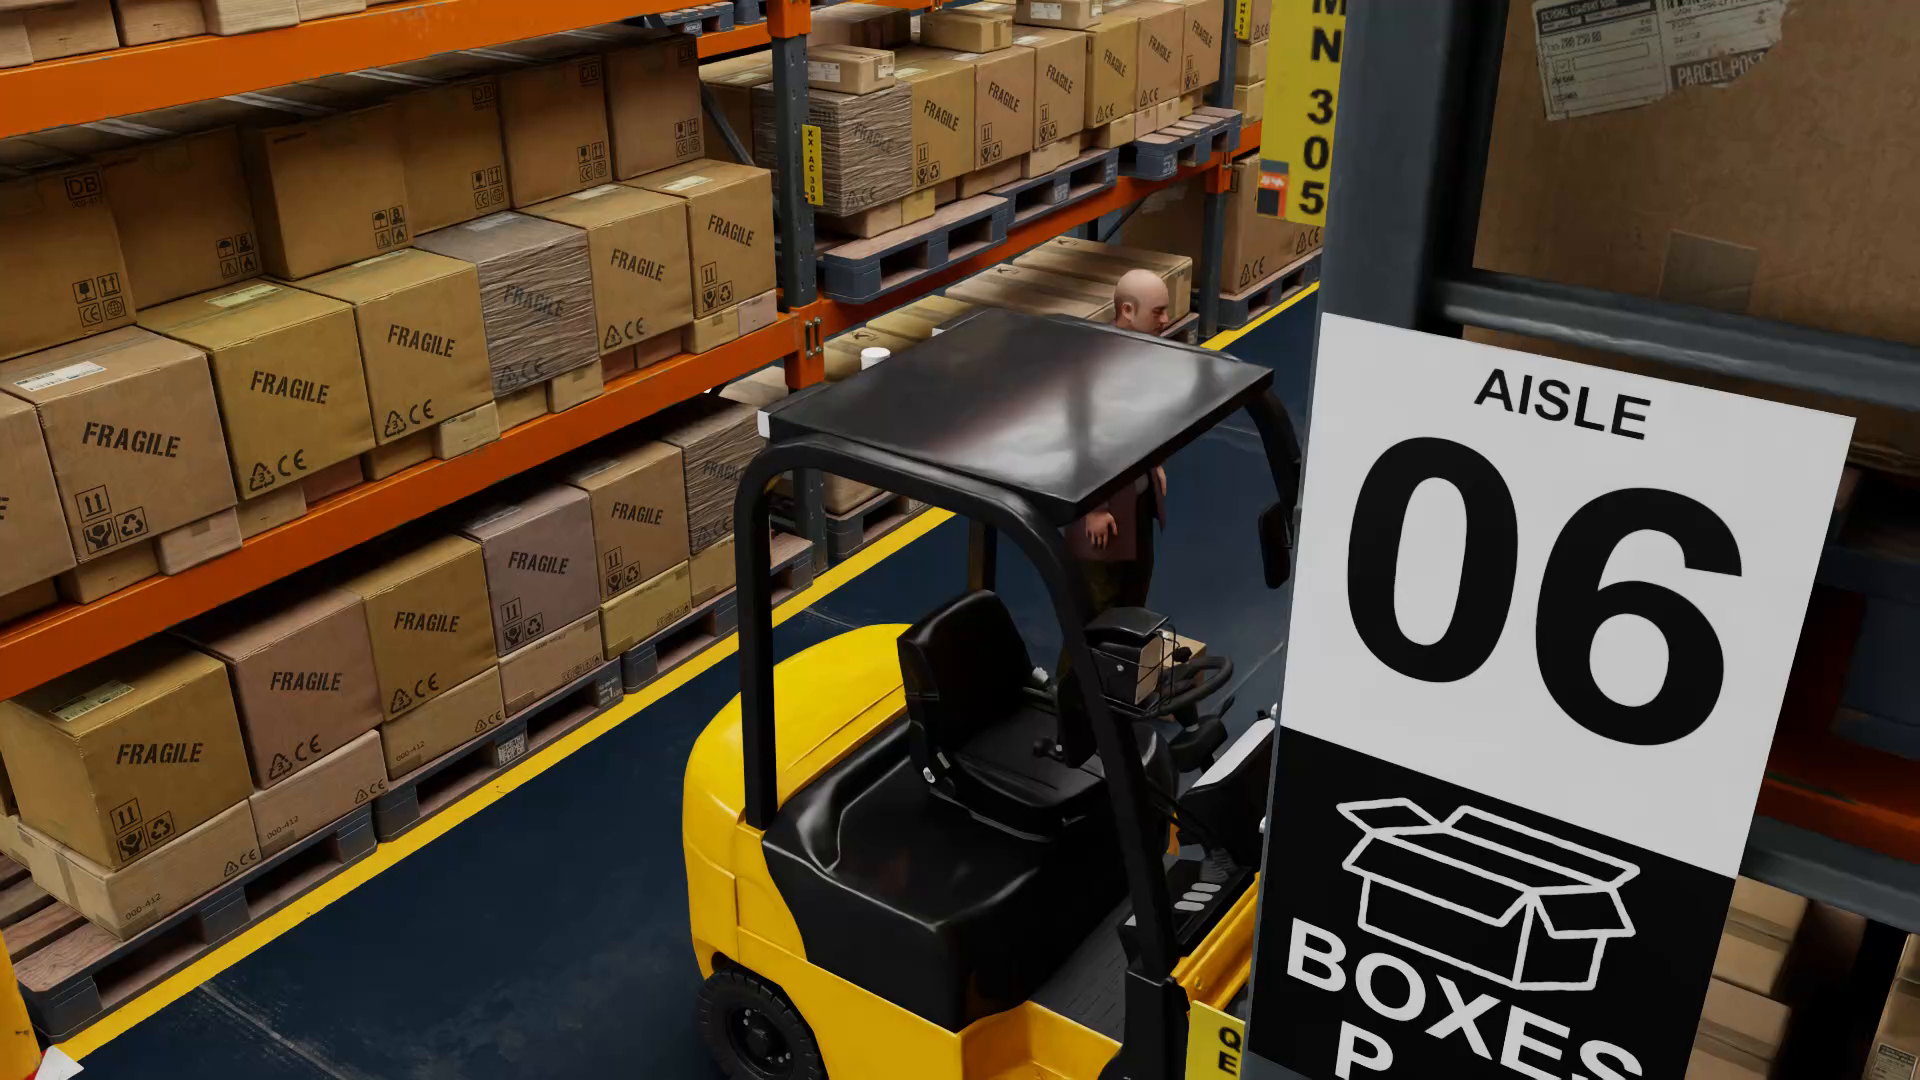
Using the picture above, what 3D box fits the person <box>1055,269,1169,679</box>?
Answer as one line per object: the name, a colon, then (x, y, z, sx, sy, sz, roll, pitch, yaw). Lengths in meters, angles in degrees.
person: (0.622, -0.203, 6.538, 0.418, 1.774, 0.656, 16, 31, 28)
